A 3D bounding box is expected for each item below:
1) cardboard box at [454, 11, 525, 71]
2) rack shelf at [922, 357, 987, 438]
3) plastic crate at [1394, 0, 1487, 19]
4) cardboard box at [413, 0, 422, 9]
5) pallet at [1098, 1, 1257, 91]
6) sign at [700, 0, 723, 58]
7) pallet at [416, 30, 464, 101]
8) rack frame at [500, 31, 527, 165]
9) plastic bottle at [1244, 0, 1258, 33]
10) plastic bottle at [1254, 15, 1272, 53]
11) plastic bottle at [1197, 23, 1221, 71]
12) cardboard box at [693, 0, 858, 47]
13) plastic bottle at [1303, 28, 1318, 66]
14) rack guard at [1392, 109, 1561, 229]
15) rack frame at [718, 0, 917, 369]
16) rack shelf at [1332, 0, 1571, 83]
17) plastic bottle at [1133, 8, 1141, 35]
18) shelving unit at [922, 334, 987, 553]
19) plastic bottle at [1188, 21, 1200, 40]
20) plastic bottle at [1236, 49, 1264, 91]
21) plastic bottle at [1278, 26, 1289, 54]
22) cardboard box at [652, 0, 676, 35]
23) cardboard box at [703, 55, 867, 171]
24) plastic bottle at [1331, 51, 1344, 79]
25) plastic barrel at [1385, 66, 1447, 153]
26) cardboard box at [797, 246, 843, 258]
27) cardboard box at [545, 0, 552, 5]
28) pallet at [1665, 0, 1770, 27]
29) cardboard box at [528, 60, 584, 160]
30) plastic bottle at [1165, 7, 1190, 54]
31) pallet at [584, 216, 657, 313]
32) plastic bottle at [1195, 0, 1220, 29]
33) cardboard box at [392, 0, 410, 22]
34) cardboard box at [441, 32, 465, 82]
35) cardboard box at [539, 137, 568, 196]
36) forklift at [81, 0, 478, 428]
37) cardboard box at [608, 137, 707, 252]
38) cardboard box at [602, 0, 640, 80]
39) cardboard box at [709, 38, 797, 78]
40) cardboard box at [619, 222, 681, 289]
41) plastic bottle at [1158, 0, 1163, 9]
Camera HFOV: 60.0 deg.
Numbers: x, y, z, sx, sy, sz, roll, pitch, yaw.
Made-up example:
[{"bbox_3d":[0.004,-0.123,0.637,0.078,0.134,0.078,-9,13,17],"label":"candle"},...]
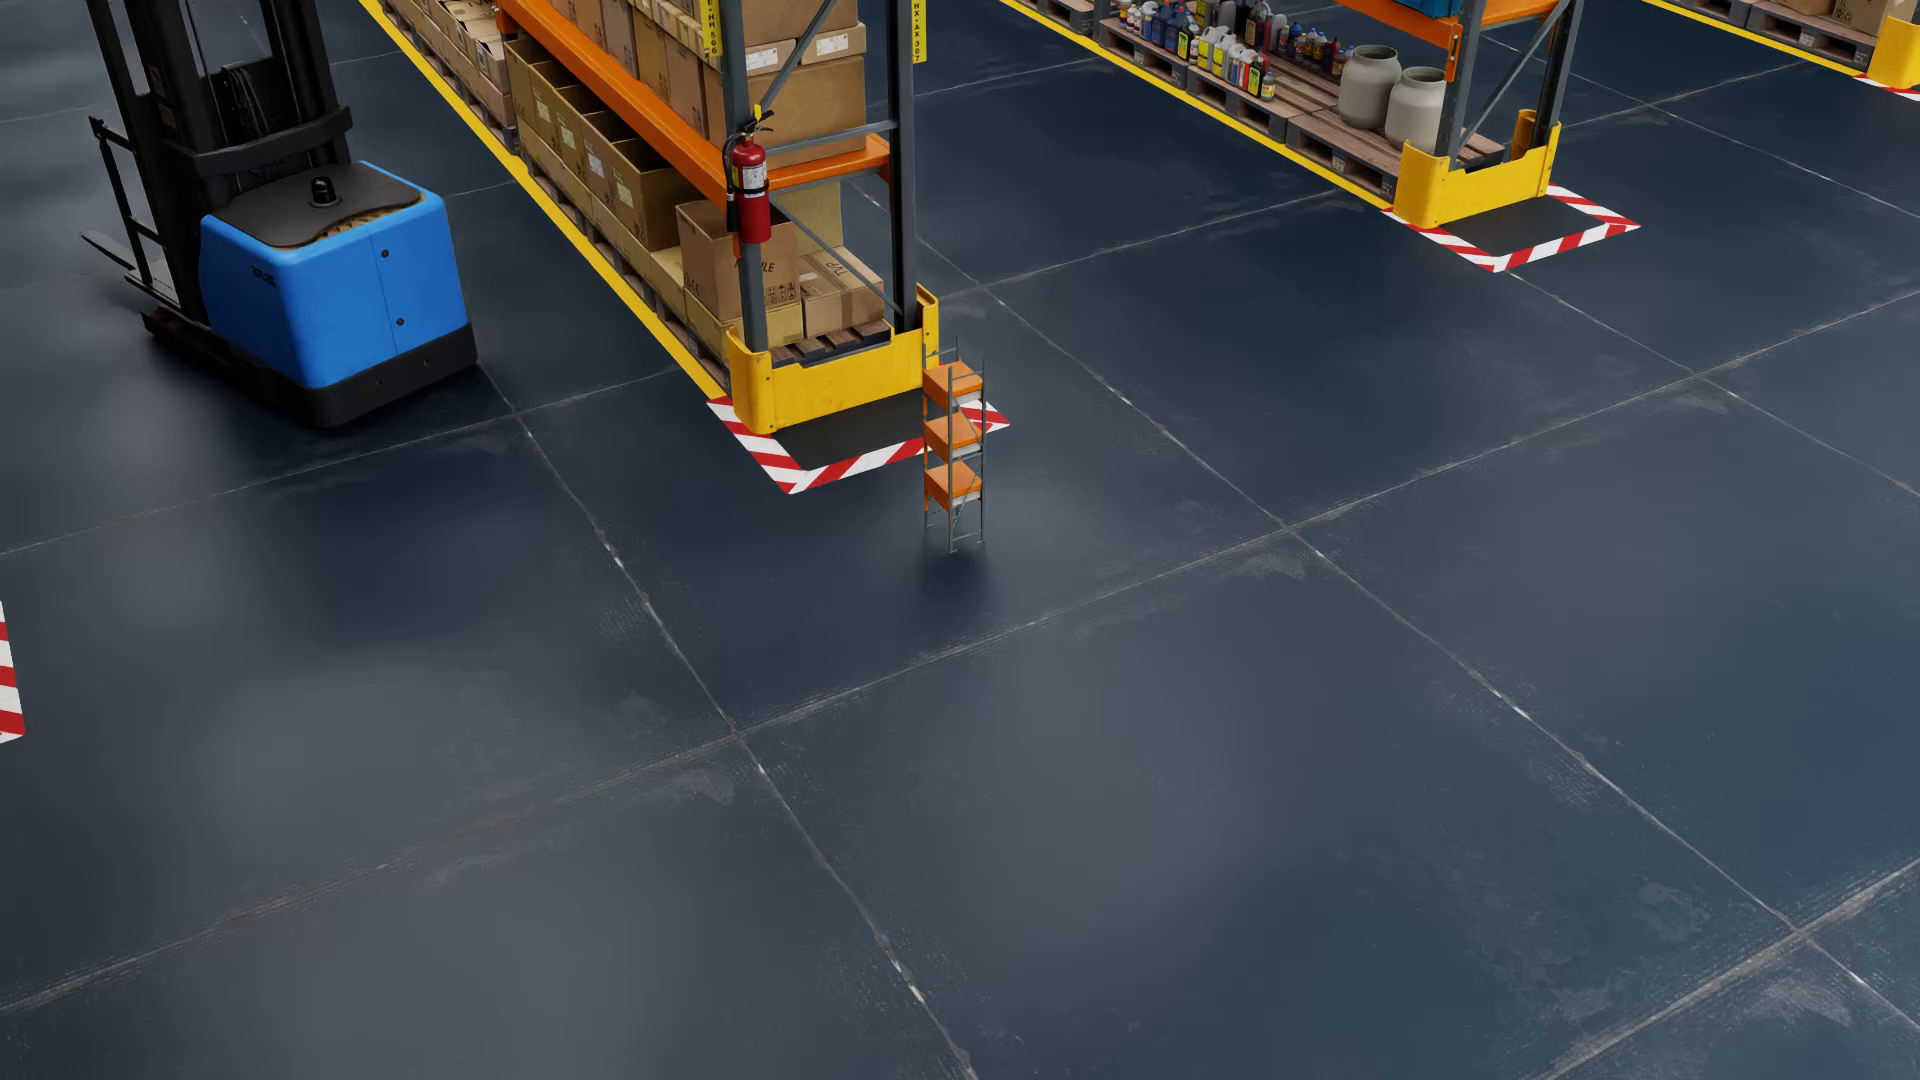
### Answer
[{"bbox_3d":[-3.428,-3.752,12.343,0.500,0.311,0.500,-18,40,-23],"label":"cardboard box"},{"bbox_3d":[-0.027,-0.672,7.817,0.215,0.259,0.240,-19,40,-24],"label":"rack shelf"},{"bbox_3d":[3.074,-3.614,10.781,0.499,0.251,0.616,-19,40,-24],"label":"plastic crate"},{"bbox_3d":[-4.185,-4.526,13.404,0.500,0.311,0.500,-20,41,-25],"label":"cardboard box"},{"bbox_3d":[1.876,-4.066,13.638,1.003,0.211,1.213,-19,40,-24],"label":"pallet"},{"bbox_3d":[-1.177,-2.451,7.880,0.100,0.325,0.005,-19,40,-24],"label":"sign"},{"bbox_3d":[-3.731,-3.942,13.468,1.003,0.211,1.213,-19,40,-24],"label":"pallet"},{"bbox_3d":[-2.710,-4.081,11.295,1.000,3.000,0.127,-19,40,-24],"label":"rack frame"},{"bbox_3d":[2.362,-4.216,13.409,0.061,0.283,0.133,-16,39,-21],"label":"plastic bottle"},{"bbox_3d":[2.393,-4.006,13.122,0.061,0.283,0.133,-19,40,-24],"label":"plastic bottle"},{"bbox_3d":[1.930,-3.807,12.792,0.144,0.351,0.185,-19,40,-24],"label":"plastic bottle"},{"bbox_3d":[-0.951,-2.874,8.458,0.700,0.500,0.500,-19,40,-24],"label":"cardboard box"},{"bbox_3d":[2.720,-3.826,12.885,0.097,0.271,0.097,0,36,0],"label":"plastic bottle"},{"bbox_3d":[3.505,-2.522,11.280,1.175,0.500,0.348,-19,40,-24],"label":"rack guard"},{"bbox_3d":[-0.700,-2.041,8.502,1.000,3.000,0.127,-19,40,-24],"label":"rack frame"},{"bbox_3d":[2.579,-4.237,12.117,1.077,0.370,4.000,-19,40,-24],"label":"rack shelf"},{"bbox_3d":[1.458,-4.198,13.455,0.097,0.201,0.097,0,36,0],"label":"plastic bottle"},{"bbox_3d":[-0.027,-0.451,7.978,0.215,1.050,0.252,-19,40,-24],"label":"shelving unit"},{"bbox_3d":[1.822,-3.928,13.025,0.097,0.271,0.097,0,36,0],"label":"plastic bottle"},{"bbox_3d":[2.180,-3.528,12.474,0.152,0.276,0.135,-19,40,-24],"label":"plastic bottle"},{"bbox_3d":[2.567,-3.953,13.118,0.097,0.201,0.097,0,36,0],"label":"plastic bottle"},{"bbox_3d":[-1.443,-2.874,9.008,0.380,0.149,0.250,-18,40,-23],"label":"cardboard box"},{"bbox_3d":[-0.924,-2.323,8.803,0.700,0.500,0.500,-19,40,-24],"label":"cardboard box"},{"bbox_3d":[2.891,-3.624,12.669,0.097,0.201,0.097,0,36,0],"label":"plastic bottle"},{"bbox_3d":[3.188,-2.985,11.547,0.421,0.512,0.421,0,36,0],"label":"plastic barrel"},{"bbox_3d":[-1.032,-1.694,10.001,0.500,0.250,0.500,-19,40,-24],"label":"cardboard box"},{"bbox_3d":[-2.482,-3.897,10.958,0.700,0.500,0.500,-20,41,-25],"label":"cardboard box"},{"bbox_3d":[6.842,-4.934,14.826,1.003,0.211,1.213,-19,40,-24],"label":"pallet"},{"bbox_3d":[-2.490,-2.861,10.964,0.500,0.500,0.500,-19,40,-24],"label":"cardboard box"},{"bbox_3d":[1.716,-4.024,13.089,0.144,0.351,0.185,-21,41,-26],"label":"plastic bottle"},{"bbox_3d":[-1.730,-1.914,10.692,1.003,0.211,1.213,-19,40,-24],"label":"pallet"},{"bbox_3d":[2.023,-4.369,13.562,0.144,0.351,0.185,-19,40,-24],"label":"plastic bottle"},{"bbox_3d":[-4.457,-4.570,13.939,0.500,0.250,0.500,-20,41,-25],"label":"cardboard box"},{"bbox_3d":[-3.679,-3.785,12.865,0.500,0.250,0.500,-18,40,-23],"label":"cardboard box"},{"bbox_3d":[-2.492,-2.557,11.184,0.500,0.250,0.500,-19,40,-24],"label":"cardboard box"},{"bbox_3d":[-4.215,-2.520,9.215,3.031,2.935,1.130,27,44,32],"label":"forklift"},{"bbox_3d":[-1.742,-2.094,9.914,0.500,0.500,0.500,-19,40,-24],"label":"cardboard box"},{"bbox_3d":[-1.704,-3.112,9.883,0.700,0.500,0.500,-18,40,-23],"label":"cardboard box"},{"bbox_3d":[-1.057,-2.482,8.470,0.380,0.149,0.250,-20,40,-25],"label":"cardboard box"},{"bbox_3d":[-1.740,-1.792,10.136,0.500,0.250,0.500,-19,40,-24],"label":"cardboard box"},{"bbox_3d":[1.634,-4.210,13.402,0.061,0.283,0.133,-19,40,-24],"label":"plastic bottle"}]
